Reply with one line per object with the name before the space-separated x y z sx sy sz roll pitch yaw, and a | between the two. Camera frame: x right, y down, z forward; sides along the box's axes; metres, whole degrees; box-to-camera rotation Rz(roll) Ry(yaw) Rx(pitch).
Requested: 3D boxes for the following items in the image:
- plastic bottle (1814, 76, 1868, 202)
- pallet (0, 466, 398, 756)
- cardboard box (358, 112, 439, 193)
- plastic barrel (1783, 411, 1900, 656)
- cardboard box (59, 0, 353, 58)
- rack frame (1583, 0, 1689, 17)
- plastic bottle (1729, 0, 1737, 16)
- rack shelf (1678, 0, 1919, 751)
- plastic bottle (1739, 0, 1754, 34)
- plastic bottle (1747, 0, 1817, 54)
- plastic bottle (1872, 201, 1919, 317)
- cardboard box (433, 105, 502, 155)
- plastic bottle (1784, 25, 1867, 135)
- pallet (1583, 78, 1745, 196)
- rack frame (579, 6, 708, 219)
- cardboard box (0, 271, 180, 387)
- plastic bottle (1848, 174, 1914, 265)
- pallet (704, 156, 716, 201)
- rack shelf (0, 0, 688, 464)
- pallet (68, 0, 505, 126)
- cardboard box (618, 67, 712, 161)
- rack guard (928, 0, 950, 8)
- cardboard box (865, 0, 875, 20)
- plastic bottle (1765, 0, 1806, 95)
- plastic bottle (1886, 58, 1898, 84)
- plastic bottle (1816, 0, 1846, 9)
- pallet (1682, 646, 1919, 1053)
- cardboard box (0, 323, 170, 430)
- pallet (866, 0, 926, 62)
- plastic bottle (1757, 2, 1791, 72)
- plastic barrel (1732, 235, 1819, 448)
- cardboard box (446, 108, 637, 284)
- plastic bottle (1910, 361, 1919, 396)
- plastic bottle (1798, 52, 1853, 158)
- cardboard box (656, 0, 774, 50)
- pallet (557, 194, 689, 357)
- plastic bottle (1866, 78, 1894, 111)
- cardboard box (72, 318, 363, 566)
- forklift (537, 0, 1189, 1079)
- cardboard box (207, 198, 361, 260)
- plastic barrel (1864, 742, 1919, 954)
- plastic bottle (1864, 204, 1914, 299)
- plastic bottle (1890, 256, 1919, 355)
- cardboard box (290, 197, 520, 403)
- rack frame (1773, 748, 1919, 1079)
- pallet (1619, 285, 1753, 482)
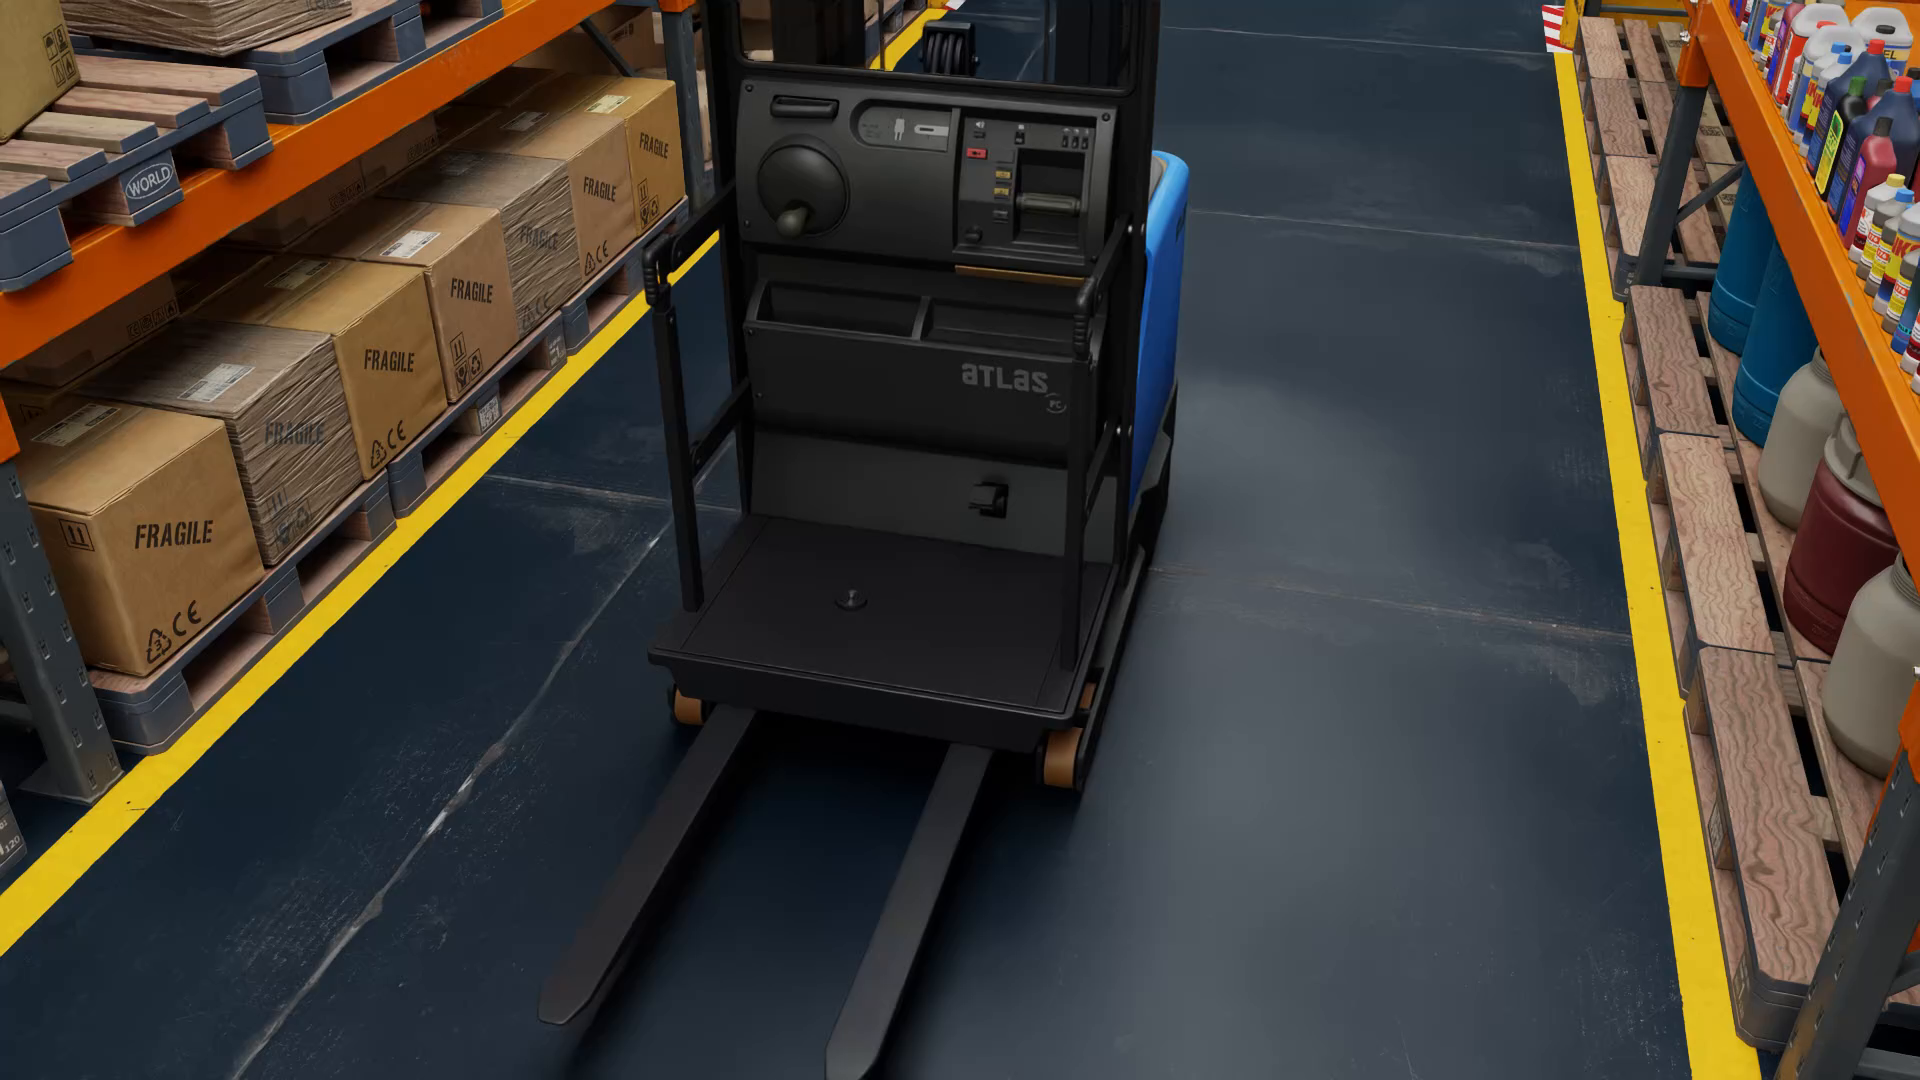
plastic bottle | 2.197 -0.994 4.126 0.061 0.283 0.133 8 33 12
pallet | -2.428 0.101 4.894 1.003 0.211 1.213 8 33 12
cardboard box | -2.251 -1.480 6.002 0.500 0.250 0.500 8 33 12
plastic barrel | 2.531 -0.019 4.340 0.600 0.588 0.708 8 33 12
cardboard box | -2.186 -1.704 4.649 0.700 0.500 0.500 14 35 21
rack frame | 4.167 -4.168 9.011 1.000 3.000 0.127 8 33 12
plastic bottle | 2.646 -1.911 5.569 0.061 0.283 0.133 8 33 12
rack shelf | 2.644 -0.751 4.306 1.077 0.370 4.000 8 33 12
plastic bottle | 2.601 -1.745 5.384 0.097 0.201 0.097 0 32 0
plastic bottle | 2.573 -1.662 5.184 0.152 0.276 0.135 8 33 12
plastic bottle | 2.031 -0.610 3.533 0.097 0.271 0.097 0 32 0
cardboard box | -2.122 -1.404 6.582 0.500 0.500 0.500 8 33 13
plastic bottle | 2.372 -1.251 4.538 0.152 0.276 0.135 8 33 12
pallet | 3.608 -1.938 8.102 1.003 0.211 1.213 8 33 12
rack frame | -1.638 -2.769 6.810 1.000 3.000 0.127 8 33 12
cardboard box | -2.633 -0.688 4.757 0.500 0.250 0.500 9 34 14
plastic bottle | 2.105 -0.732 3.791 0.097 0.201 0.097 0 32 0
pallet | -1.463 -1.948 8.118 1.003 0.211 1.213 8 33 12
rack shelf | -2.146 -1.428 5.370 1.077 0.370 4.000 8 33 12
pallet | -2.165 -1.622 5.185 1.003 0.211 1.213 8 33 12
cardboard box | -1.323 -2.008 7.709 0.500 0.311 0.500 8 33 12
rack guard | -0.643 -3.750 10.684 1.175 0.500 0.348 8 33 12
cardboard box | -0.793 -3.065 9.429 0.500 0.250 0.500 8 33 12
plastic bottle | 2.421 -1.450 4.844 0.061 0.283 0.133 8 33 12
plastic bottle | 2.497 -1.212 4.546 0.097 0.201 0.097 0 32 0
plastic bottle | 2.698 -1.623 5.193 0.097 0.201 0.097 0 32 0
pallet | 2.296 0.745 3.881 1.003 0.211 1.213 8 33 12
cardboard box | -2.643 -0.341 4.911 0.500 0.500 0.500 9 34 14
pallet | -0.844 -3.215 10.110 1.003 0.211 1.213 8 33 12
plastic bottle | 2.492 -1.524 5.036 0.097 0.201 0.097 0 32 0
plastic barrel | 2.818 -0.737 5.178 0.600 0.901 0.708 8 33 12
cardboard box | -1.620 -1.349 6.496 0.500 0.500 0.500 8 33 13
plastic bottle | 1.932 -0.378 3.234 0.097 0.201 0.097 0 32 0
plastic bottle | 2.291 -1.142 4.371 0.097 0.271 0.097 0 32 0
cardboard box | -1.167 -2.877 8.896 0.797 0.503 0.637 8 33 12
pallet | -1.808 -1.165 6.886 1.003 0.211 1.213 8 33 12
plastic bottle | 2.256 -0.986 4.113 0.061 0.283 0.133 8 33 12
cardboard box | -2.134 -0.294 4.836 0.500 0.500 0.500 7 33 11
forklift | -0.144 -0.831 3.826 1.130 2.935 3.031 8 33 12
cardboard box | -2.384 -0.883 5.763 0.500 0.500 0.500 7 33 11
plastic barrel | 2.244 0.465 3.353 0.600 0.830 0.708 8 33 12
plastic bottle | 2.056 -0.631 3.632 0.097 0.201 0.097 0 32 0
plastic bottle | 1.982 -0.509 3.374 0.097 0.271 0.097 0 32 0
cardboard box | -1.875 -0.825 5.672 0.500 0.500 0.500 7 33 11
rack frame | 2.140 -0.017 2.480 0.949 2.616 0.053 8 33 12
pallet | 2.916 -0.521 5.873 1.003 0.211 1.213 8 33 12
